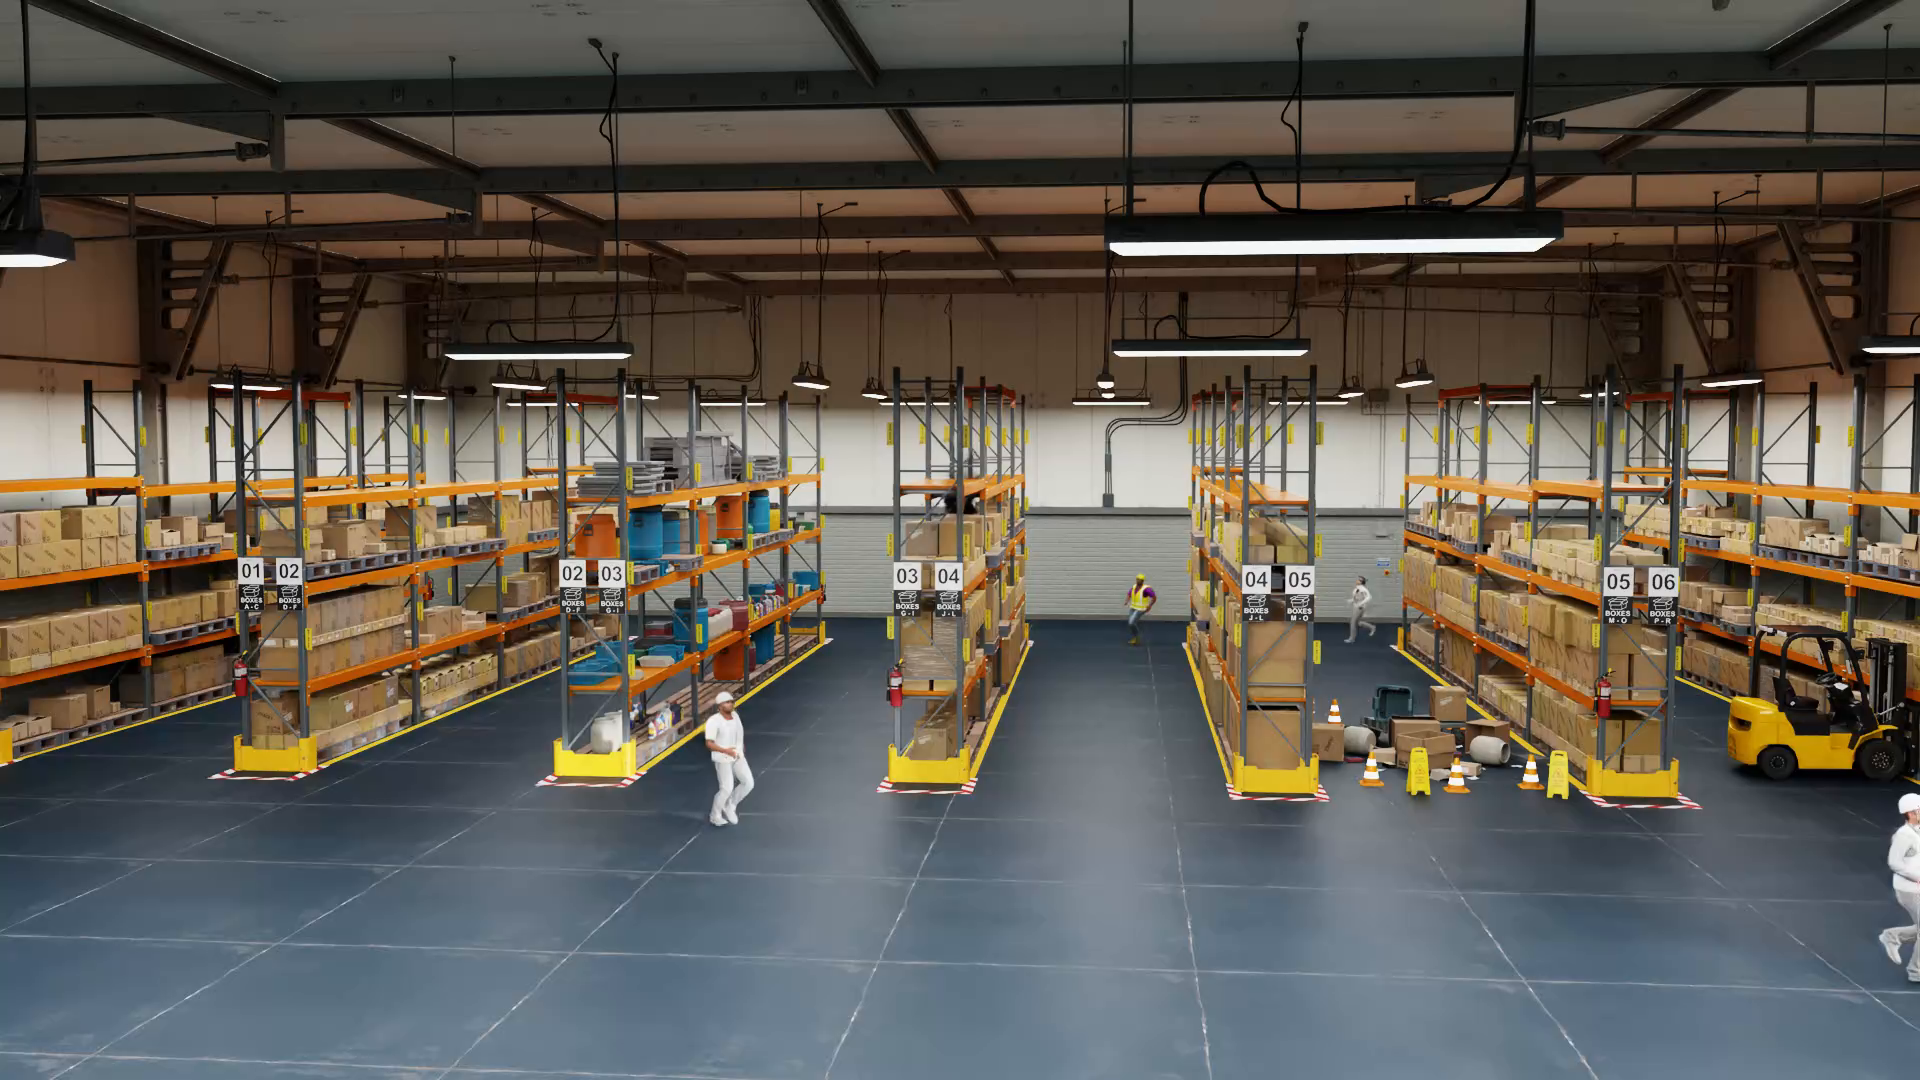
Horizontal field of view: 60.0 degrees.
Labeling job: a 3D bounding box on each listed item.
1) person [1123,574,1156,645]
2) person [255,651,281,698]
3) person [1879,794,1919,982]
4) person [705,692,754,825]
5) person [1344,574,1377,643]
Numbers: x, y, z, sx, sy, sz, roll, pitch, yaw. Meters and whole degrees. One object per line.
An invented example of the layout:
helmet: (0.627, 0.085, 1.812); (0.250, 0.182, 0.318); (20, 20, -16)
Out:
person: (4.261, 1.667, 39.873); (0.619, 1.726, 0.766); (-3, 5, -39)
person: (-11.707, 2.399, 28.344); (0.592, 1.734, 0.684); (0, 4, -1)
person: (8.753, 3.190, 15.283); (0.659, 1.722, 0.614); (-3, 5, -40)
person: (-2.956, 2.802, 21.326); (0.617, 1.725, 0.702); (3, 5, 39)
person: (9.746, 1.670, 40.374); (0.810, 1.685, 0.621); (0, 4, -1)
